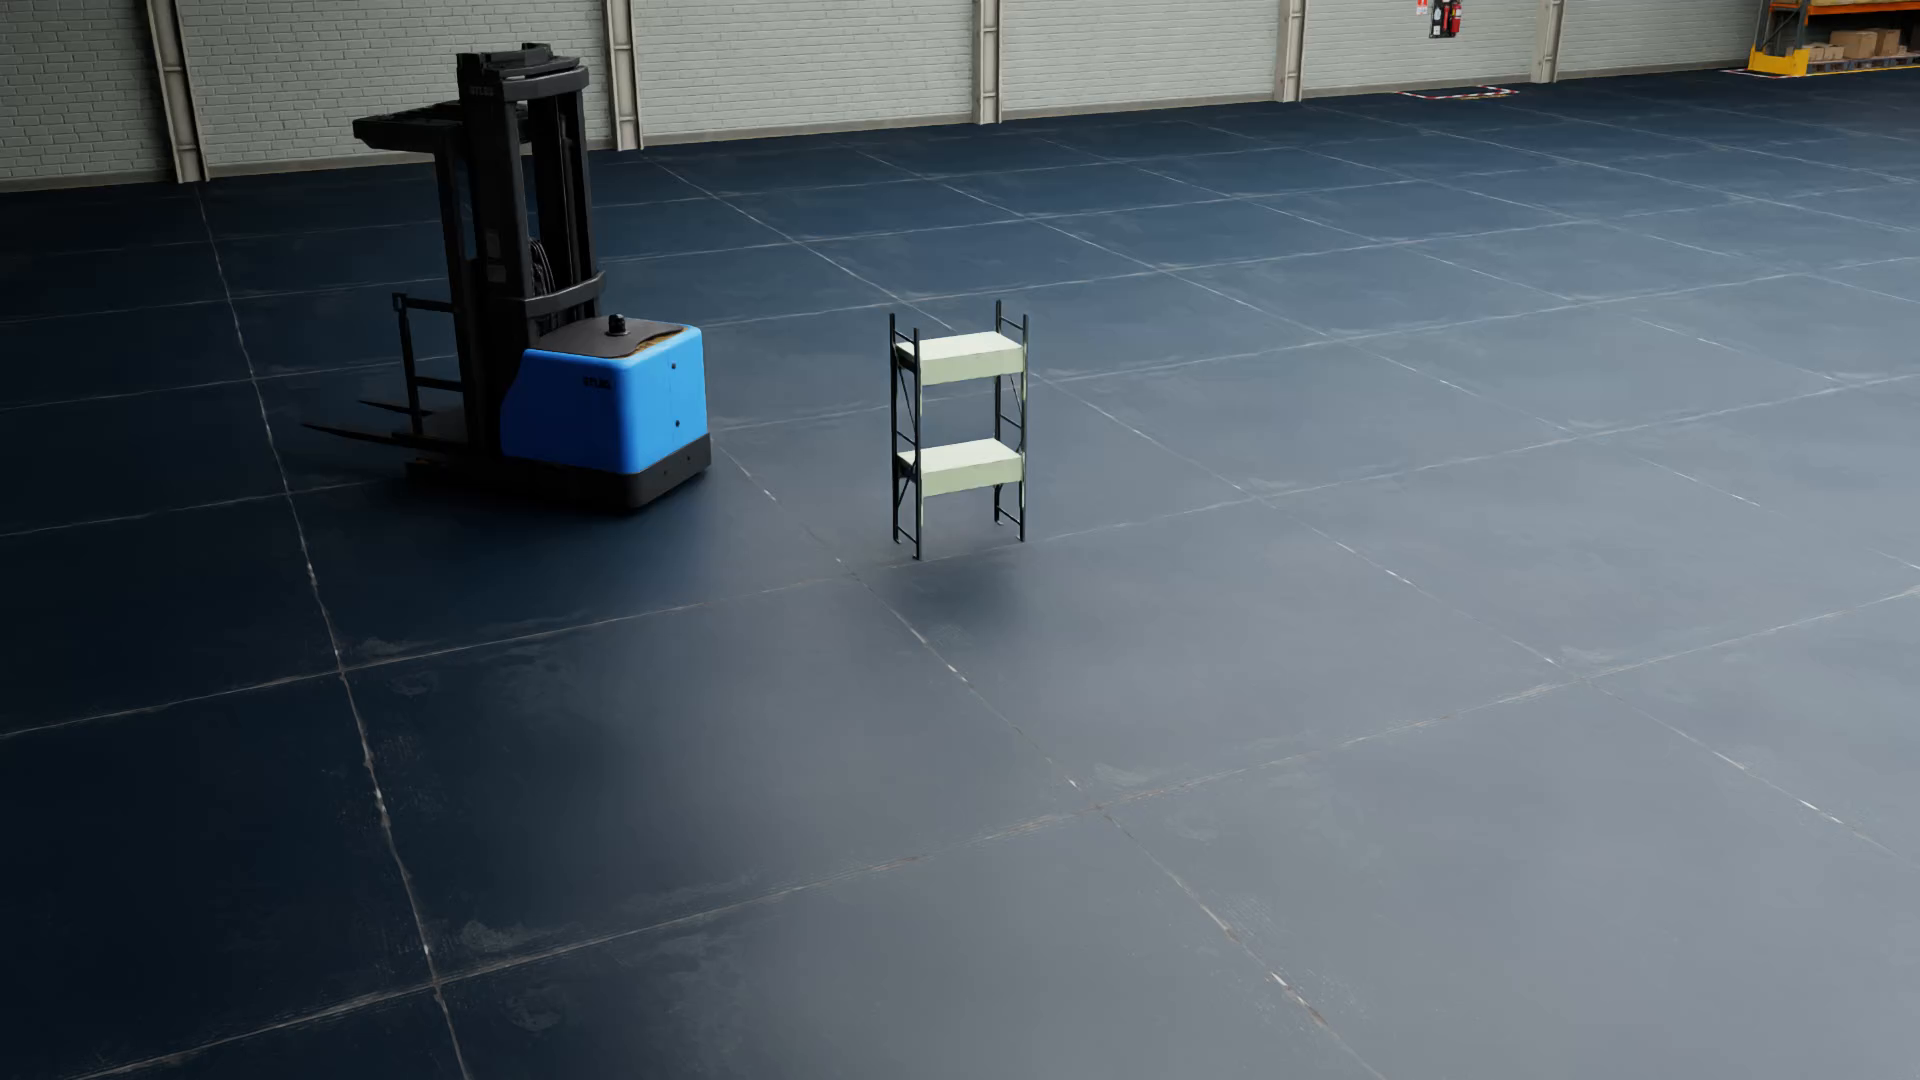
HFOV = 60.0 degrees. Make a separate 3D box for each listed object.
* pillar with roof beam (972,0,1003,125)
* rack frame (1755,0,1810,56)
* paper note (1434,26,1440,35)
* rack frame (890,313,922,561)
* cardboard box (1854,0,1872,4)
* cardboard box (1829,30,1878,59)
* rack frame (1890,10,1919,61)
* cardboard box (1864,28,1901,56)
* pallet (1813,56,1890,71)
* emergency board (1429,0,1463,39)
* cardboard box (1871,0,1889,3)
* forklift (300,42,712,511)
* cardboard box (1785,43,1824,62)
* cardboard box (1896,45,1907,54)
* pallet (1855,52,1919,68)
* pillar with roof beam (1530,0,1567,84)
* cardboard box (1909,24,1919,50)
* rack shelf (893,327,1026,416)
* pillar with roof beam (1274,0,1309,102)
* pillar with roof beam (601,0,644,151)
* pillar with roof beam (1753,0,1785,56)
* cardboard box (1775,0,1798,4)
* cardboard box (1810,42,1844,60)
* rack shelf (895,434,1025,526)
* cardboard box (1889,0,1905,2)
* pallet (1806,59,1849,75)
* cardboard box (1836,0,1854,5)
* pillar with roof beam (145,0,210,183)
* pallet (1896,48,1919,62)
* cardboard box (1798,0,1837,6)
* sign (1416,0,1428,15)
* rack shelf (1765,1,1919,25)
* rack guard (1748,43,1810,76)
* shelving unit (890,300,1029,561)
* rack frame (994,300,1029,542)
[{"bbox_3d":[2.306,-9.531,22.009,0.400,9.000,9.100,-10,25,-24],"label":"pillar with roof beam"},{"bbox_3d":[16.402,-10.814,32.953,0.127,3.000,1.000,-10,25,-24],"label":"rack frame"},{"bbox_3d":[8.818,-9.424,30.745,0.142,0.148,0.016,-10,25,-24],"label":"paper note"},{"bbox_3d":[-0.336,-0.631,10.314,0.023,1.500,0.400,-10,25,-24],"label":"rack frame"},{"bbox_3d":[17.903,-10.899,33.328,0.500,0.250,0.500,-11,25,-24],"label":"cardboard box"},{"bbox_3d":[18.261,-10.145,34.030,0.500,0.500,0.700,-12,25,-27],"label":"cardboard box"},{"bbox_3d":[20.006,-11.477,34.555,0.127,3.000,1.000,-10,25,-24],"label":"rack frame"},{"bbox_3d":[19.088,-10.340,34.500,0.500,0.500,0.500,-12,26,-28],"label":"cardboard box"},{"bbox_3d":[18.316,-9.862,34.298,1.213,0.211,1.003,-10,25,-24],"label":"pallet"},{"bbox_3d":[9.008,-9.836,30.590,0.643,1.169,0.194,-10,25,-24],"label":"emergency board"},{"bbox_3d":[18.359,-10.982,33.528,0.500,0.250,0.500,-10,25,-23],"label":"cardboard box"},{"bbox_3d":[-3.341,-1.898,11.502,3.031,2.935,1.130,9,24,21],"label":"forklift"},{"bbox_3d":[17.064,-9.859,33.585,0.500,0.311,0.500,-14,26,-30],"label":"cardboard box"},{"bbox_3d":[19.537,-10.273,34.774,0.250,0.166,0.380,-14,26,-30],"label":"cardboard box"},{"bbox_3d":[19.416,-10.065,34.790,1.213,0.211,1.003,-10,25,-24],"label":"pallet"},{"bbox_3d":[13.118,-11.521,26.817,0.400,9.000,9.100,-10,25,-24],"label":"pillar with roof beam"},{"bbox_3d":[20.662,-10.654,35.258,0.500,0.500,0.700,-10,24,-22],"label":"cardboard box"},{"bbox_3d":[-0.006,-1.052,10.311,0.720,0.370,0.431,-10,25,-24],"label":"rack shelf"},{"bbox_3d":[7.712,-10.526,24.413,0.400,9.000,9.100,-10,25,-24],"label":"pillar with roof beam"},{"bbox_3d":[-3.101,-8.535,19.604,0.400,9.000,9.100,-10,25,-24],"label":"pillar with roof beam"},{"bbox_3d":[18.525,-12.516,29.222,0.400,9.000,9.100,-10,25,-24],"label":"pillar with roof beam"},{"bbox_3d":[16.739,-10.898,33.326,0.500,0.250,0.500,-10,25,-23],"label":"cardboard box"},{"bbox_3d":[17.578,-9.953,33.813,0.500,0.311,0.500,-8,24,-19],"label":"cardboard box"},{"bbox_3d":[-0.006,-0.391,10.585,0.720,0.370,0.431,-10,25,-24],"label":"rack shelf"},{"bbox_3d":[18.812,-11.066,33.731,0.500,0.250,0.500,-11,25,-24],"label":"cardboard box"},{"bbox_3d":[17.218,-9.661,33.812,1.213,0.211,1.003,-10,25,-24],"label":"pallet"},{"bbox_3d":[17.441,-10.816,33.129,0.500,0.250,0.500,-11,25,-25],"label":"cardboard box"},{"bbox_3d":[-8.507,-7.540,17.200,0.400,9.000,9.100,-10,25,-24],"label":"pillar with roof beam"},{"bbox_3d":[20.707,-10.319,35.402,1.213,0.211,1.003,-10,25,-24],"label":"pallet"},{"bbox_3d":[16.979,-10.725,32.909,0.500,0.250,0.500,-11,25,-25],"label":"cardboard box"},{"bbox_3d":[8.465,-9.796,30.448,0.234,0.329,0.001,-10,25,-24],"label":"sign"},{"bbox_3d":[18.204,-10.813,33.892,4.000,0.370,1.077,-10,25,-24],"label":"rack shelf"},{"bbox_3d":[16.470,-9.672,33.461,0.348,0.500,1.175,-10,25,-24],"label":"rack guard"},{"bbox_3d":[-0.006,-0.692,10.460,0.755,1.500,0.431,-10,25,-24],"label":"shelving unit"},{"bbox_3d":[0.324,-0.753,10.607,0.023,1.500,0.400,-10,25,-24],"label":"rack frame"}]
